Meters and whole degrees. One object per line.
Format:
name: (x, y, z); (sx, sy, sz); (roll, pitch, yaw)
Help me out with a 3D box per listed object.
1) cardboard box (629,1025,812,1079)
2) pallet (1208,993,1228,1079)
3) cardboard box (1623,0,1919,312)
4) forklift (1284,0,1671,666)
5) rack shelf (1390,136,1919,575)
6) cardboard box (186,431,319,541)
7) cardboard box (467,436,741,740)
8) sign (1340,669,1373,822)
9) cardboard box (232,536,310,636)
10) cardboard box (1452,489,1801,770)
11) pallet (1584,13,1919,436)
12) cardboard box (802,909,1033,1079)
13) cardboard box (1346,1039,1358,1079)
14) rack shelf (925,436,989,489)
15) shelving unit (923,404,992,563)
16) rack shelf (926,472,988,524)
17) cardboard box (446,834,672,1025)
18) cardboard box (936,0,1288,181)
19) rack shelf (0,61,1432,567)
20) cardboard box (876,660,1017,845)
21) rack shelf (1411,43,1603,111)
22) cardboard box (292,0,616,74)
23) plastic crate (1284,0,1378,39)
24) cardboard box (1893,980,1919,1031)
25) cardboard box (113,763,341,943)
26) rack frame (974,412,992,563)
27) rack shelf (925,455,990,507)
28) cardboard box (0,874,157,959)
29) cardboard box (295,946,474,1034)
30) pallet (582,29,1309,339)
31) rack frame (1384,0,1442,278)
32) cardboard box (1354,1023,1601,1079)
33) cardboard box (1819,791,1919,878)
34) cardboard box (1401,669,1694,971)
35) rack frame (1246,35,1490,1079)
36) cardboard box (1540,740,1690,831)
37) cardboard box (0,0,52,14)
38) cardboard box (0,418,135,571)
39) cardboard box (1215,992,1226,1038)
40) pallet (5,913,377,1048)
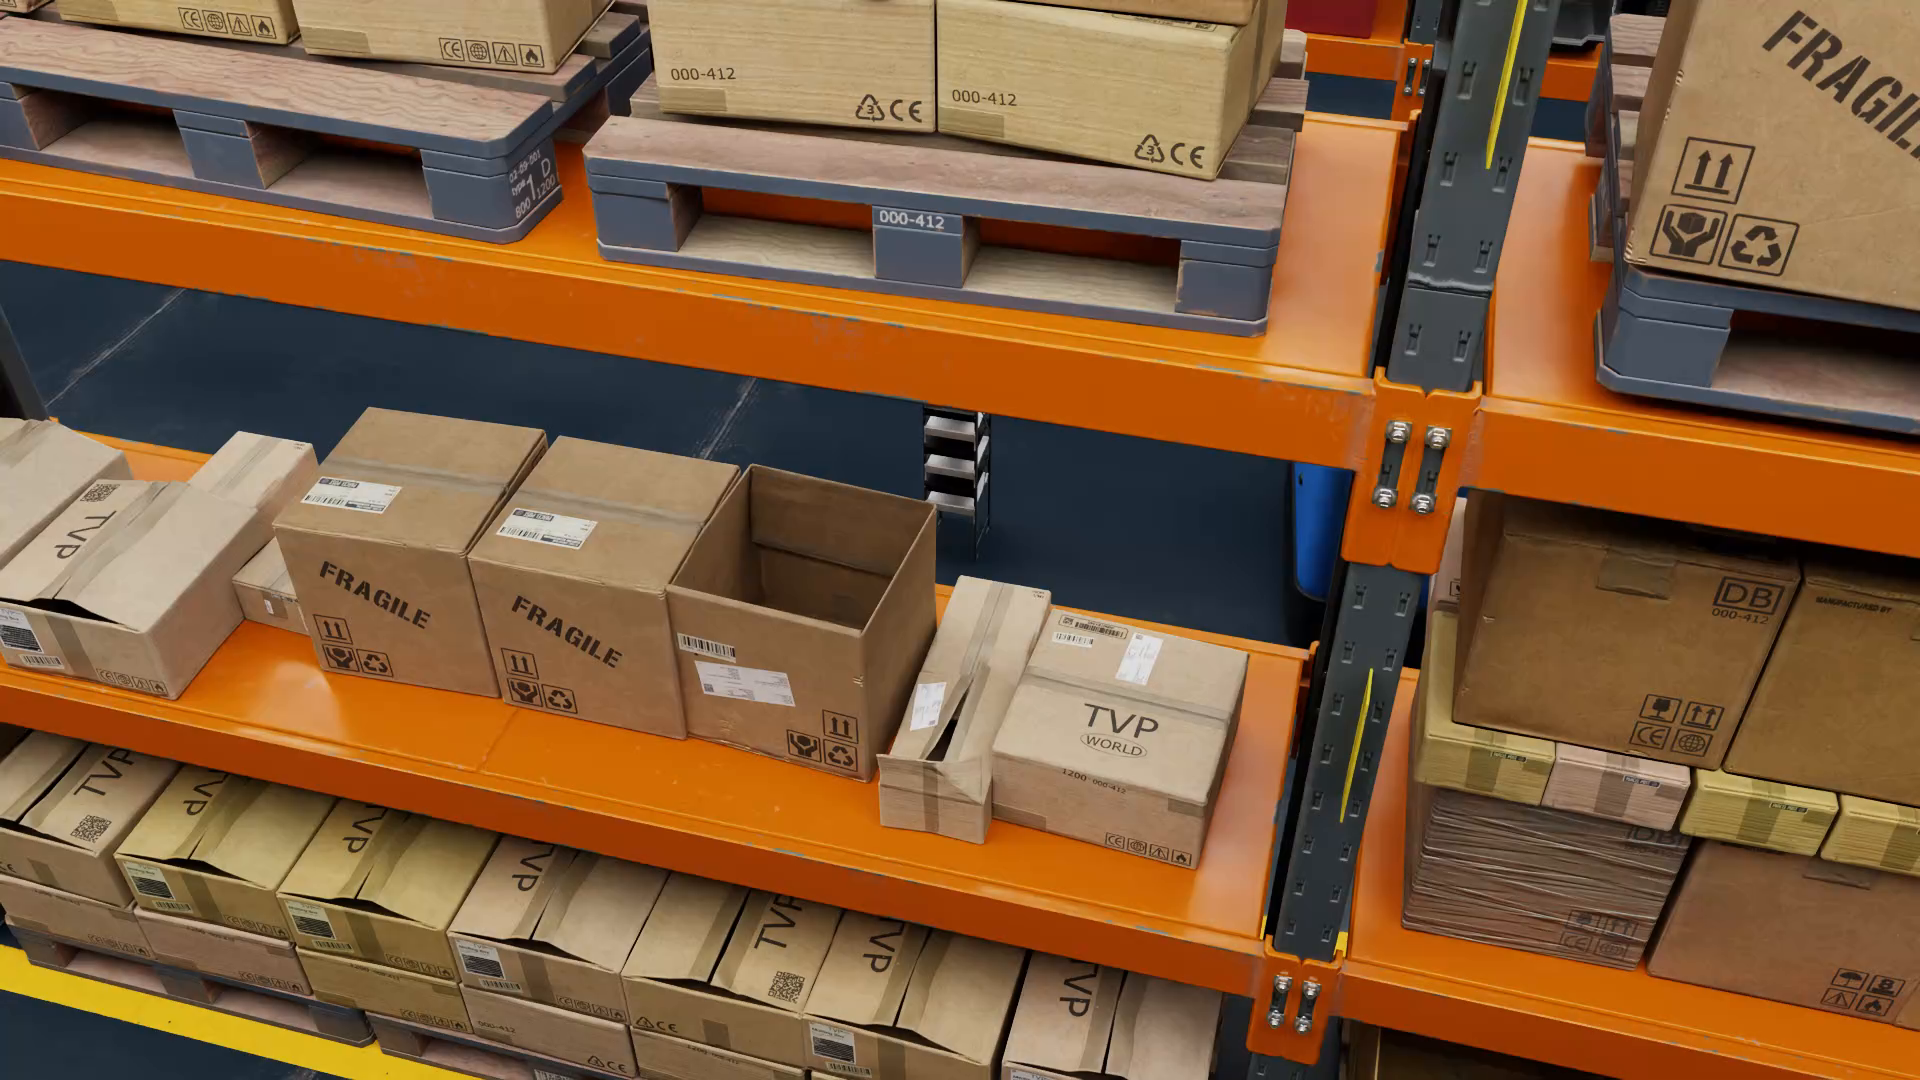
cardboard box: (-0.585, 1.295, 4.687); (0.500, 0.250, 0.500); (11, 41, 12)
pallet: (0.152, 1.431, 4.882); (1.213, 0.211, 1.003); (10, 41, 11)
cardboard box: (1.292, -0.692, 2.396); (0.500, 0.500, 0.500); (13, 42, 15)
forklift: (2.782, -0.869, 5.505); (3.031, 2.935, 1.130); (5, 40, 6)
rack shelf: (2.805, -0.079, 2.739); (4.000, 0.370, 1.077); (10, 41, 11)
cardboard box: (-2.050, -0.129, 4.767); (0.250, 0.149, 0.380); (10, 41, 11)
cardboard box: (-0.857, 0.115, 4.203); (0.500, 0.500, 0.500); (10, 41, 11)
sign: (0.743, 0.387, 3.118); (0.005, 0.325, 0.100); (10, 41, 11)
cardboard box: (-1.744, 0.070, 4.530); (0.250, 0.149, 0.380); (13, 42, 15)
cardboard box: (1.304, -0.004, 3.336); (0.500, 0.500, 0.700); (10, 41, 12)
pallet: (1.704, -0.527, 2.782); (1.213, 0.211, 1.003); (10, 41, 11)
cardboard box: (-0.096, 1.167, 4.403); (0.500, 0.311, 0.500); (11, 41, 13)
cardboard box: (1.243, 1.619, 4.301); (0.500, 0.250, 0.500); (10, 41, 11)
rack shelf: (-0.008, -0.320, 6.484); (0.200, 0.077, 0.258); (10, 41, 11)
shelving unit: (-0.008, -0.346, 6.462); (0.210, 0.900, 0.258); (10, 41, 11)
rack shelf: (-0.008, -0.183, 6.599); (0.200, 0.077, 0.258); (10, 41, 11)
cardboard box: (-1.062, 0.997, 4.606); (0.500, 0.311, 0.500); (9, 41, 11)
cardboard box: (0.281, -0.899, 2.946); (0.500, 0.250, 0.500); (14, 42, 16)
rack shelf: (-1.059, -0.744, 3.531); (4.000, 0.370, 1.077); (10, 41, 11)
cardboard box: (-0.023, 0.481, 3.949); (0.258, 0.266, 0.396); (9, 41, 10)
rack shelf: (4.089, -2.007, 7.367); (4.000, 0.370, 1.077); (10, 41, 11)
cardboard box: (-0.958, -1.146, 3.240); (0.500, 0.250, 0.500); (7, 40, 8)
plastic crate: (1.611, -2.530, 7.380); (0.583, 0.464, 0.402); (10, 41, 11)
cardboard box: (2.299, 0.663, 3.551); (0.500, 0.500, 0.700); (10, 41, 12)
cardboard box: (-2.051, 0.826, 4.810); (0.500, 0.311, 0.500); (9, 41, 10)
rack frame: (0.090, -0.329, 6.442); (0.006, 0.900, 0.240); (10, 41, 11)
rack shelf: (-0.008, -0.252, 6.542); (0.200, 0.077, 0.258); (10, 41, 11)
cardboard box: (-2.561, 0.958, 5.088); (0.500, 0.250, 0.500); (10, 41, 11)
cardboard box: (-1.571, 1.124, 4.891); (0.500, 0.250, 0.500); (9, 41, 10)
pallet: (0.018, -0.752, 3.130); (1.217, 0.209, 0.805); (8, 41, 10)
rack frame: (2.157, -2.615, 7.532); (0.127, 3.000, 1.000); (10, 41, 11)
cardboard box: (1.240, 1.338, 4.053); (0.500, 0.500, 0.500); (10, 41, 11)
cardboard box: (1.829, 0.466, 3.281); (0.250, 0.149, 0.380); (9, 41, 11)
cardboard box: (1.304, 0.493, 3.753); (0.500, 0.500, 0.700); (9, 41, 10)
rack frame: (0.873, 0.462, 3.868); (0.127, 3.000, 1.000); (10, 41, 11)
cardboard box: (1.325, 0.381, 3.381); (0.250, 0.149, 0.380); (10, 41, 12)
cardboard box: (-2.027, -1.339, 3.470); (0.500, 0.250, 0.500); (11, 41, 13)
cardboard box: (-2.651, -0.082, 4.584); (0.500, 0.311, 0.500); (12, 42, 14)
cardboard box: (0.548, 1.133, 4.880); (0.500, 0.250, 0.500); (9, 41, 10)
pallet: (-2.205, 1.025, 5.365); (1.213, 0.211, 1.003); (10, 41, 11)
